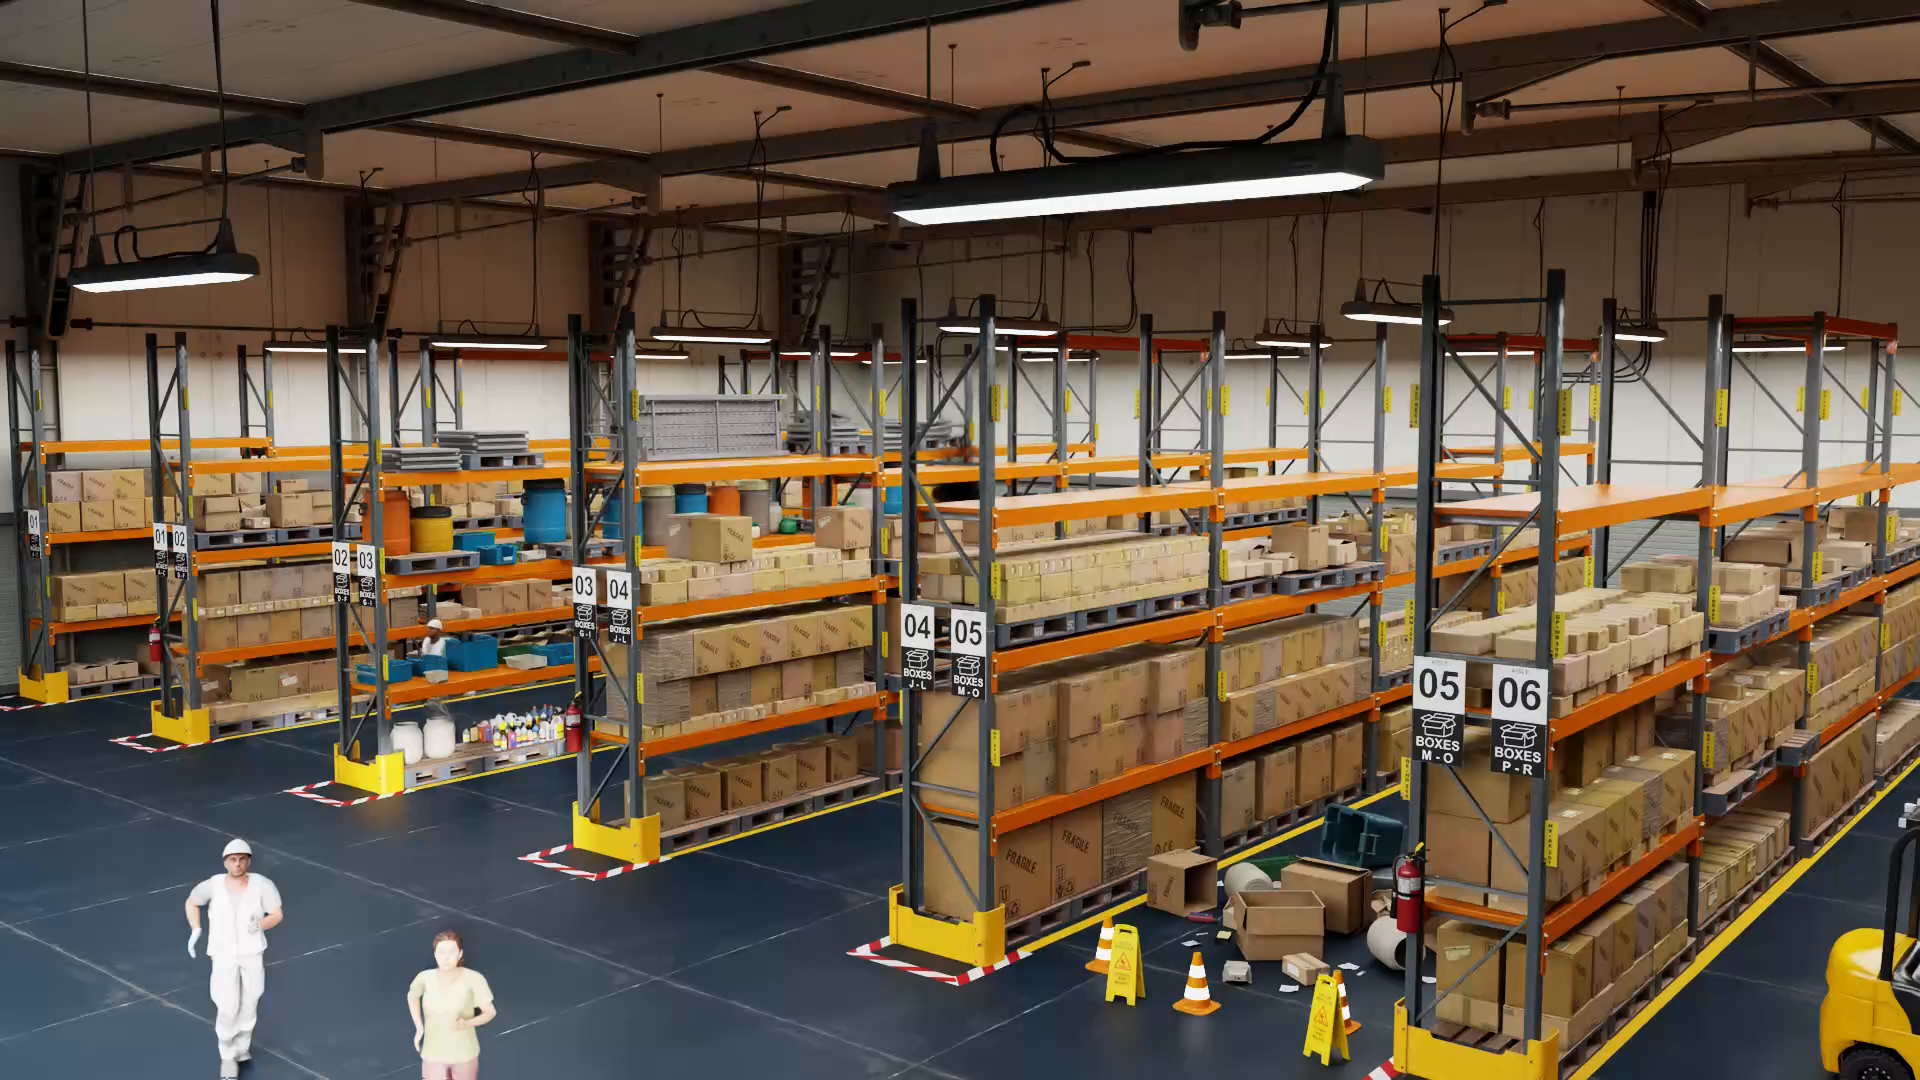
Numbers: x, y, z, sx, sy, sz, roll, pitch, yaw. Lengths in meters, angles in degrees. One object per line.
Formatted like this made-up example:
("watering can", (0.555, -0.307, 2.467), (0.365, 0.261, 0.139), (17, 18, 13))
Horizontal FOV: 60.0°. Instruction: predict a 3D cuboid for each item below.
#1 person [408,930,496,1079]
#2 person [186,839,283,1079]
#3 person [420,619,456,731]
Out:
("person", (-3.271, 3.344, 10.701), (0.573, 1.686, 0.870), (-1, 5, -11))
("person", (-5.431, 3.150, 12.506), (0.650, 1.809, 0.688), (-3, 6, -30))
("person", (-7.811, 2.064, 24.722), (0.671, 1.777, 0.675), (4, 6, 36))
